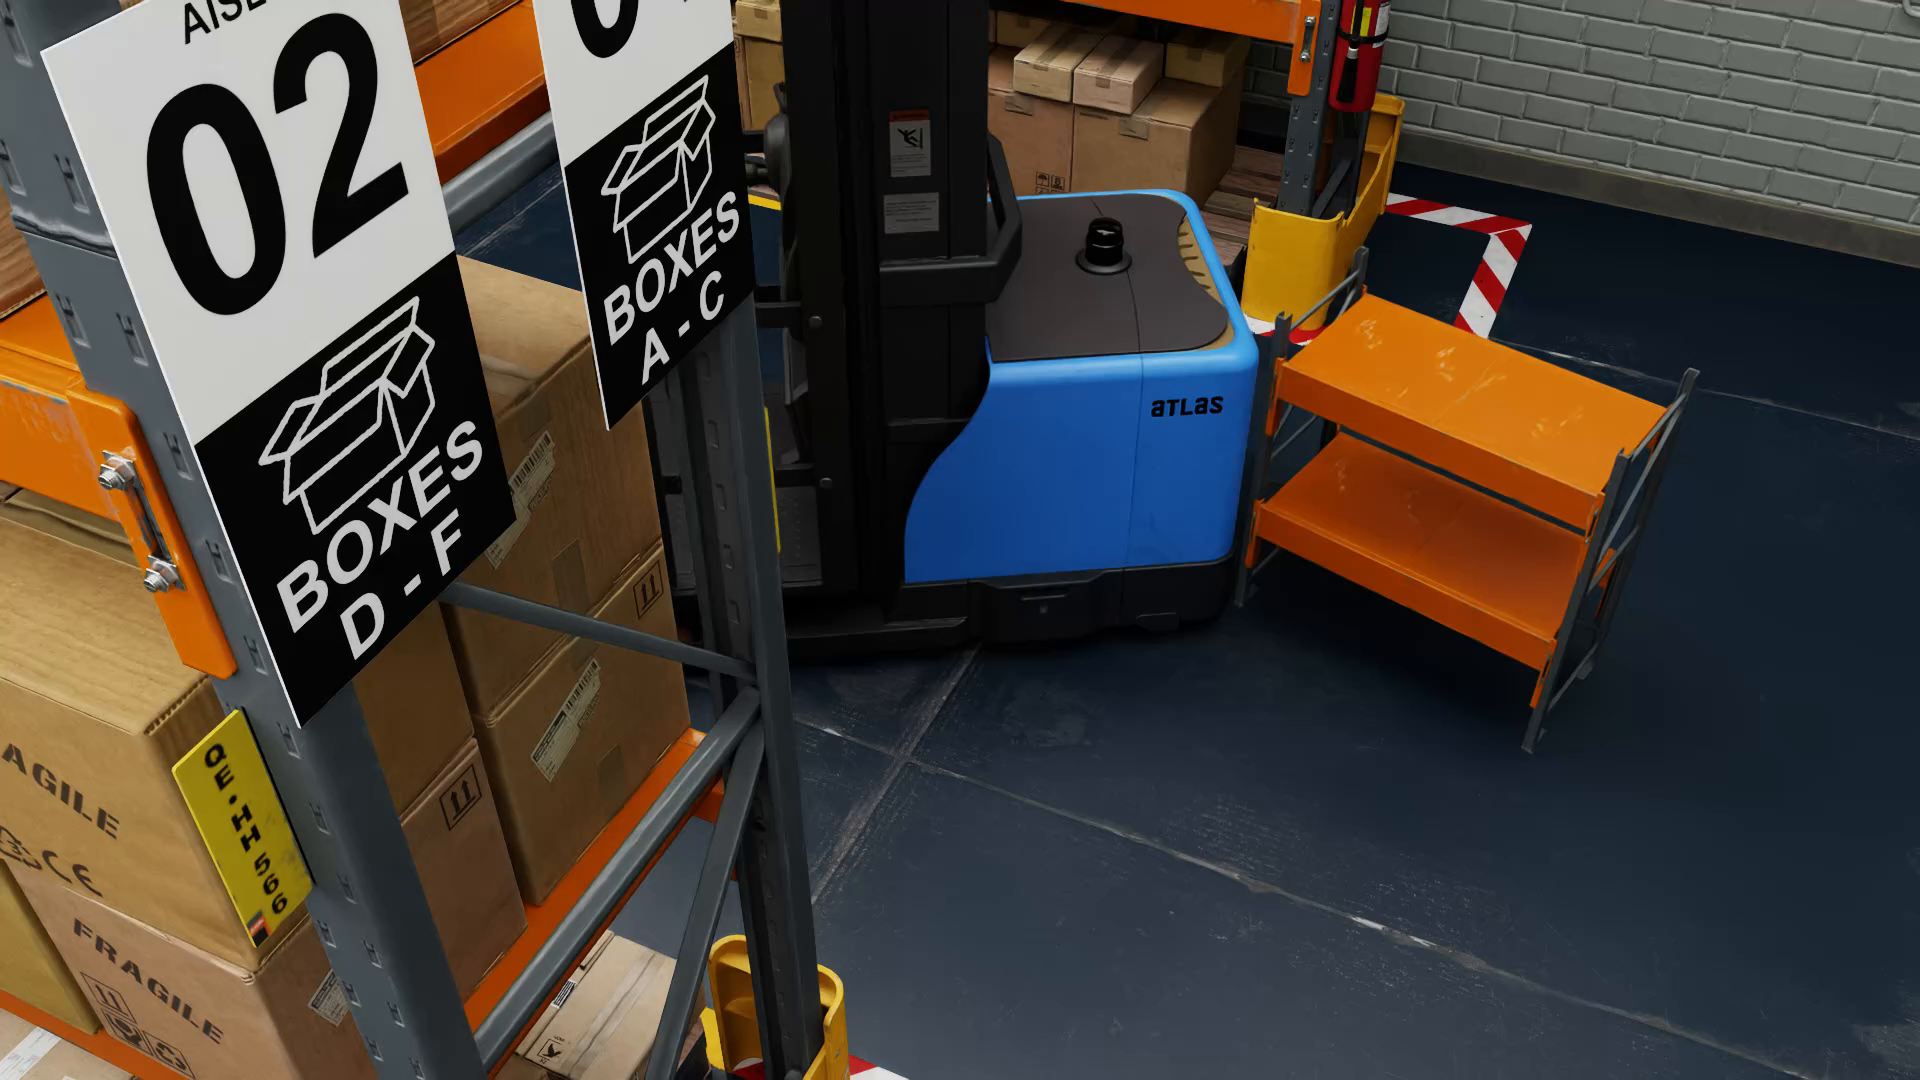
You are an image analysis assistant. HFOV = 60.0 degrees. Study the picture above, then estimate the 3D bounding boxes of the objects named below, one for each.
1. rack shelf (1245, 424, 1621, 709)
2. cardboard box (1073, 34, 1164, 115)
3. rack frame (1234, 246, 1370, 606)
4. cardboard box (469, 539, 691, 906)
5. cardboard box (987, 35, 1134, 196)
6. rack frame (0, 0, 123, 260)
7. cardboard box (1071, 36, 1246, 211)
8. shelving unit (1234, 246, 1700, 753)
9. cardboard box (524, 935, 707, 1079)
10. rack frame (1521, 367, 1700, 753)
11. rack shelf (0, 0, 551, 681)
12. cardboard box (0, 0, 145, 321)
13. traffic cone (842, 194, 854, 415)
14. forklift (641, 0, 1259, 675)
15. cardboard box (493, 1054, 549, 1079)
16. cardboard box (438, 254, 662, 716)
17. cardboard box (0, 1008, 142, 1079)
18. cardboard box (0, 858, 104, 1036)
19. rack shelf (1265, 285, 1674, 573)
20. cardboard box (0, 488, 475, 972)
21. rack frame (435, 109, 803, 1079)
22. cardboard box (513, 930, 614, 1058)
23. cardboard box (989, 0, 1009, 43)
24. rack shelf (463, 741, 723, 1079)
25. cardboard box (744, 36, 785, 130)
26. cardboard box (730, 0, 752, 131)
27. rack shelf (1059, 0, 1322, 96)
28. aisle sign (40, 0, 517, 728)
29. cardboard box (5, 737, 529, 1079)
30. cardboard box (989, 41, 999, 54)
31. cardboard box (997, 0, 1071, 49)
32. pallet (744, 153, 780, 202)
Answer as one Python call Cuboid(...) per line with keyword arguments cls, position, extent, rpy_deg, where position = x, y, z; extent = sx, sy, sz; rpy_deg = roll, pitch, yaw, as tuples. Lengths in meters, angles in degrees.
Cuboid(cls="rack shelf", position=(1.471, 0.057, 5.199), extent=(1.000, 0.278, 0.538), rpy_deg=(28, 48, 29))
Cuboid(cls="cardboard box", position=(0.643, -1.887, 6.730), extent=(0.250, 0.149, 0.380), rpy_deg=(16, 44, 18))
Cuboid(cls="rack frame", position=(1.077, -0.339, 5.282), extent=(0.032, 1.125, 0.500), rpy_deg=(28, 48, 29))
Cuboid(cls="cardboard box", position=(-0.869, 0.258, 3.086), extent=(0.500, 0.500, 0.500), rpy_deg=(18, 44, 20))
Cuboid(cls="cardboard box", position=(0.382, -1.853, 7.186), extent=(0.500, 0.500, 0.700), rpy_deg=(17, 44, 19))
Cuboid(cls="rack frame", position=(-0.578, -1.692, 0.832), extent=(0.127, 3.000, 1.000), rpy_deg=(17, 44, 19))
Cuboid(cls="cardboard box", position=(0.836, -1.715, 7.026), extent=(0.500, 0.500, 0.700), rpy_deg=(17, 44, 19))
Cuboid(cls="shelving unit", position=(1.471, -0.128, 5.039), extent=(1.048, 1.125, 0.538), rpy_deg=(28, 48, 29))
Cuboid(cls="cardboard box", position=(-0.813, 1.166, 3.955), extent=(0.250, 0.149, 0.380), rpy_deg=(17, 44, 19))
Cuboid(cls="rack frame", position=(1.865, 0.082, 4.796), extent=(0.032, 1.125, 0.500), rpy_deg=(28, 48, 29))
Cuboid(cls="rack shelf", position=(-2.391, -0.840, 2.689), extent=(4.000, 0.370, 1.077), rpy_deg=(17, 44, 19))
Cuboid(cls="cardboard box", position=(-1.155, -0.488, 1.847), extent=(0.500, 0.250, 0.500), rpy_deg=(17, 44, 19))
Cuboid(cls="traffic cone", position=(-0.217, -0.807, 5.027), extent=(0.290, 1.202, 0.206), rpy_deg=(17, 44, 19))
Cuboid(cls="forklift", position=(-0.675, -1.040, 4.712), extent=(3.031, 2.935, 1.130), rpy_deg=(-4, 41, -5))
Cuboid(cls="cardboard box", position=(-1.175, 1.349, 3.476), extent=(0.500, 0.500, 0.500), rpy_deg=(17, 44, 19))
Cuboid(cls="cardboard box", position=(-0.869, -0.120, 2.759), extent=(0.500, 0.500, 0.500), rpy_deg=(18, 44, 20))
Cuboid(cls="cardboard box", position=(-2.024, 1.163, 3.882), extent=(0.500, 0.250, 0.500), rpy_deg=(17, 44, 19))
Cuboid(cls="cardboard box", position=(-1.571, 0.433, 2.884), extent=(0.500, 0.500, 0.500), rpy_deg=(17, 44, 19))
Cuboid(cls="rack shelf", position=(1.471, -0.349, 4.847), extent=(1.000, 0.278, 0.538), rpy_deg=(28, 48, 29))
Cuboid(cls="cardboard box", position=(-1.098, 0.199, 2.390), extent=(0.500, 0.500, 0.500), rpy_deg=(17, 44, 18))
Cuboid(cls="rack frame", position=(-0.577, 0.573, 2.799), extent=(0.053, 2.616, 0.949), rpy_deg=(17, 44, 19))
Cuboid(cls="cardboard box", position=(-1.039, 1.090, 4.029), extent=(0.250, 0.166, 0.380), rpy_deg=(17, 44, 19))
Cuboid(cls="cardboard box", position=(0.117, -2.324, 7.233), extent=(0.250, 0.149, 0.380), rpy_deg=(18, 44, 19))
Cuboid(cls="rack shelf", position=(-2.391, 0.219, 3.607), extent=(3.809, 0.124, 0.919), rpy_deg=(17, 44, 19))
Cuboid(cls="cardboard box", position=(-0.560, -2.136, 7.512), extent=(0.500, 0.500, 0.700), rpy_deg=(18, 44, 20))
Cuboid(cls="cardboard box", position=(-1.024, -2.279, 7.677), extent=(0.500, 0.500, 0.700), rpy_deg=(17, 44, 18))
Cuboid(cls="rack shelf", position=(-0.300, -2.648, 7.064), extent=(4.000, 0.370, 1.077), rpy_deg=(17, 44, 19))
Cuboid(cls="aisle sign", position=(-0.646, -0.207, 1.713), extent=(0.004, 0.787, 0.394), rpy_deg=(17, 44, 19))
Cuboid(cls="cardboard box", position=(-1.099, 0.575, 2.720), extent=(0.500, 0.500, 0.500), rpy_deg=(18, 44, 20))
Cuboid(cls="cardboard box", position=(-0.074, -1.992, 7.346), extent=(0.500, 0.500, 0.700), rpy_deg=(16, 43, 17))
Cuboid(cls="cardboard box", position=(0.348, -2.253, 7.152), extent=(0.250, 0.149, 0.380), rpy_deg=(17, 44, 19))
Cuboid(cls="pallet", position=(-0.347, -1.826, 7.696), extent=(1.213, 0.211, 1.003), rpy_deg=(17, 44, 19))
